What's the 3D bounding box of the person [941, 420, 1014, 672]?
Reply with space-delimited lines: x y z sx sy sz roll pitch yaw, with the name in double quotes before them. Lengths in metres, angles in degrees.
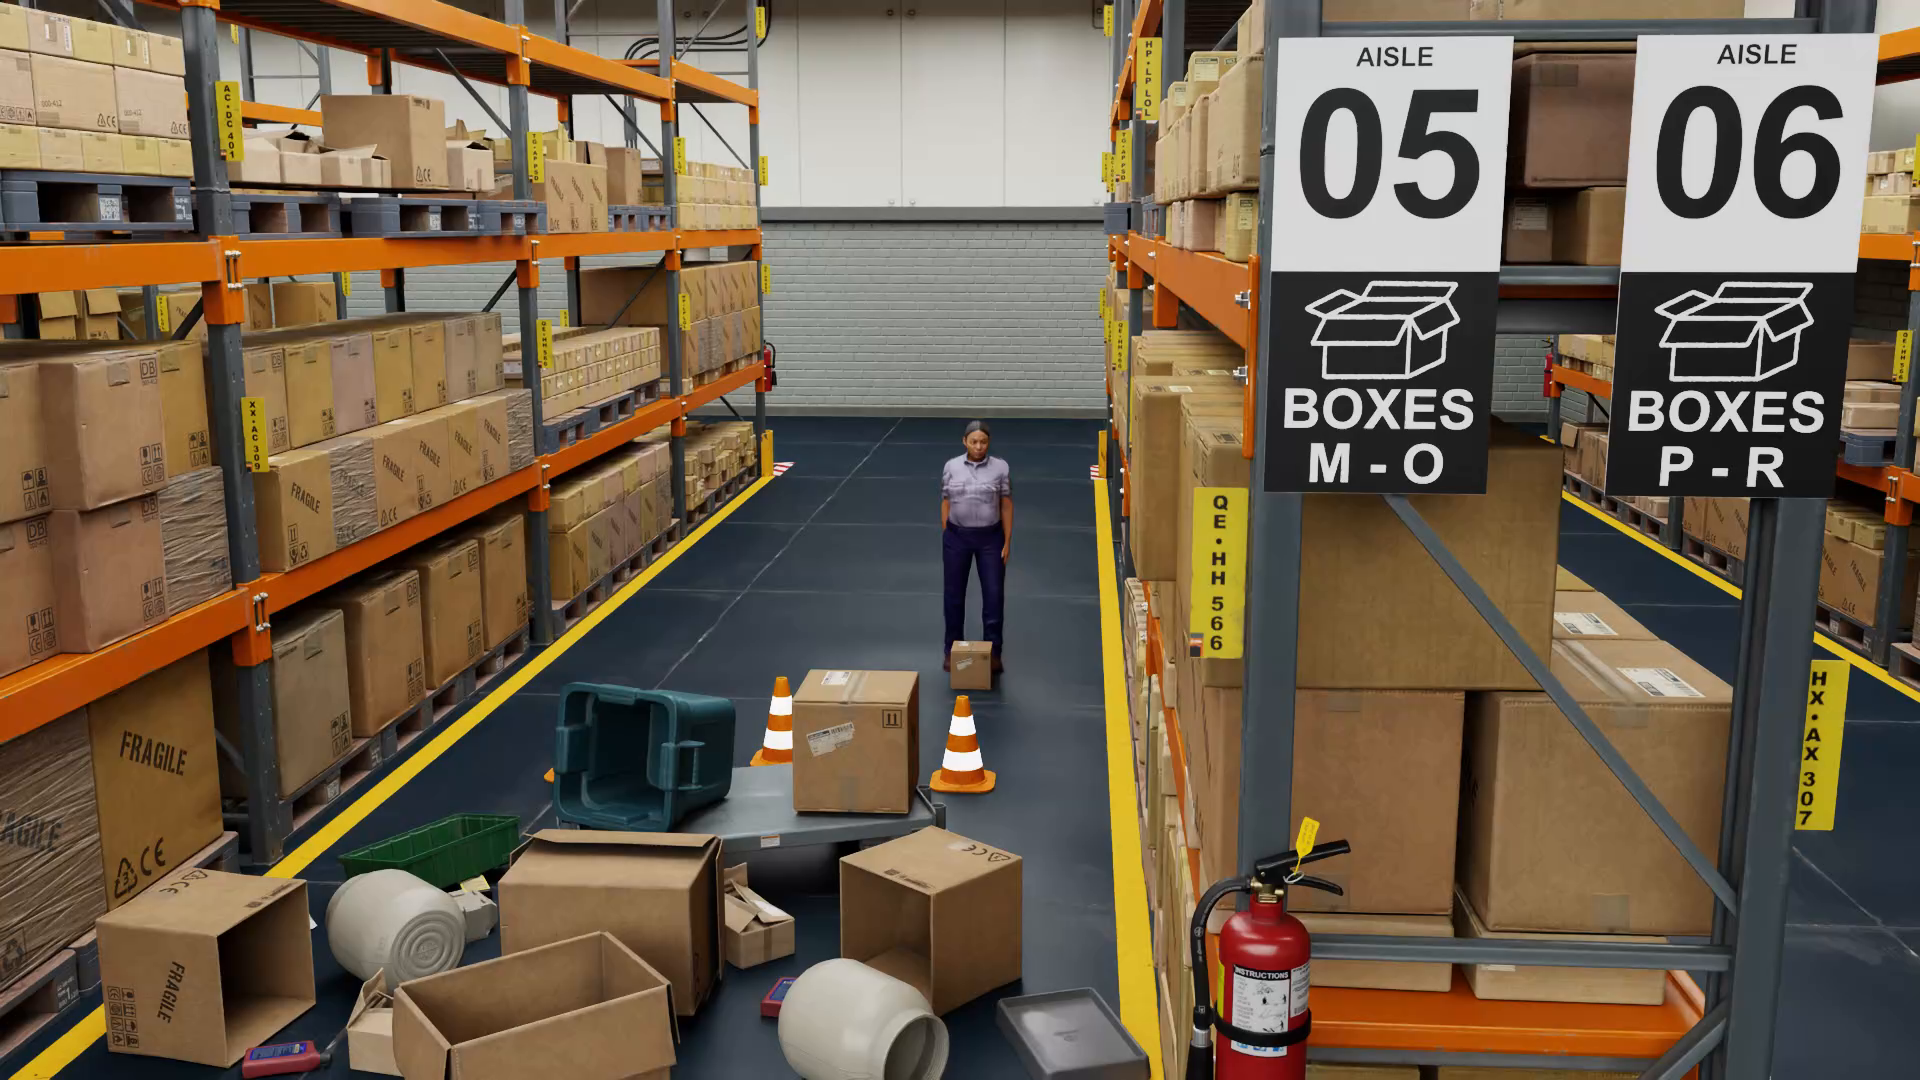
"person" 0.110 0.038 10.808 0.471 1.649 0.341 1 11 3
